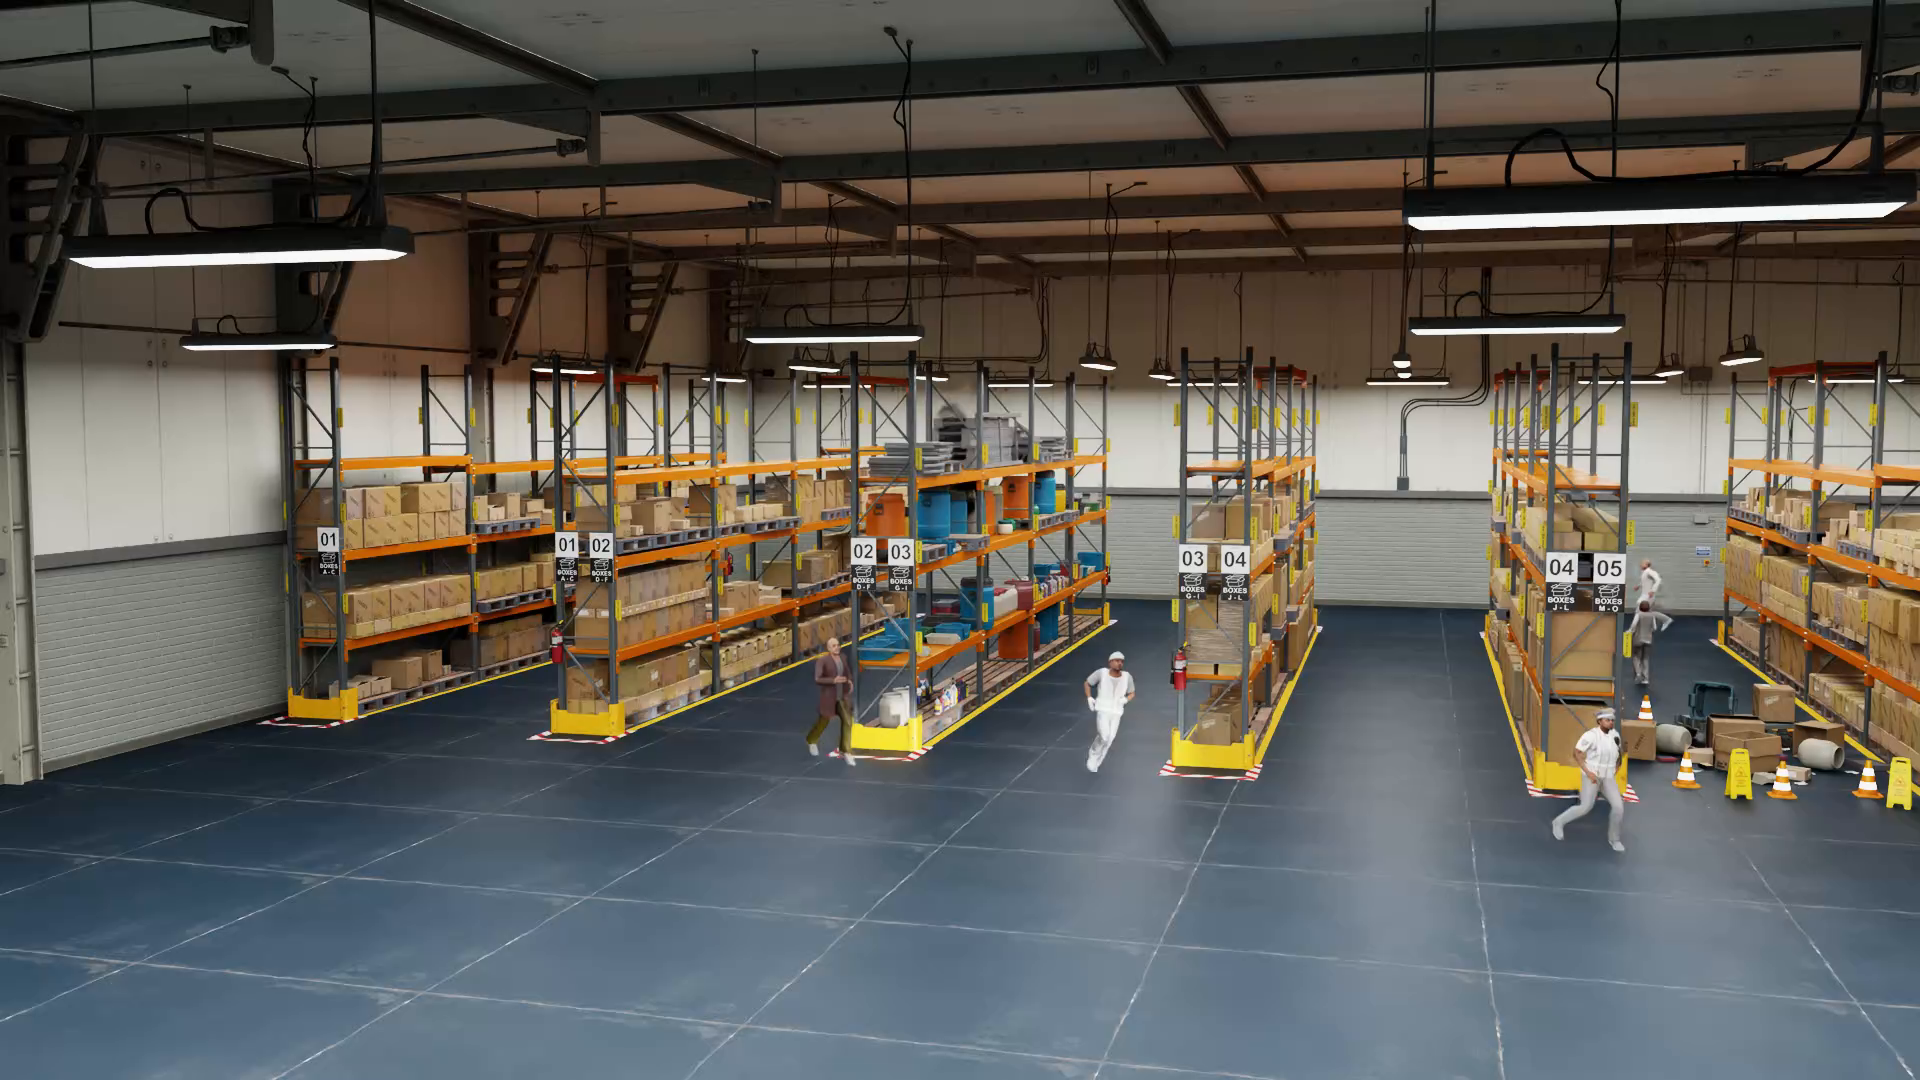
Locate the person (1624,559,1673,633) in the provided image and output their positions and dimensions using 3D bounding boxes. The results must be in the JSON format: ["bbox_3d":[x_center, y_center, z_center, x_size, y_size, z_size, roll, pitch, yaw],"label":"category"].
[{"bbox_3d":[15.854,1.315,38.238,1.072,1.774,0.733,1,4,13],"label":"person"}]

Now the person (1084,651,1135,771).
[{"bbox_3d":[2.131,2.421,23.415,0.708,1.704,0.593,-1,4,-13],"label":"person"}]

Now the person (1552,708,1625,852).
[{"bbox_3d":[7.405,2.777,19.407,0.809,1.695,0.671,-1,4,-20],"label":"person"}]

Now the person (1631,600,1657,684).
[{"bbox_3d":[12.788,1.929,31.203,0.515,1.576,0.620,1,4,7],"label":"person"}]

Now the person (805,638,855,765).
[{"bbox_3d":[-1.874,2.338,24.306,0.728,1.816,1.001,-3,5,-35],"label":"person"}]
